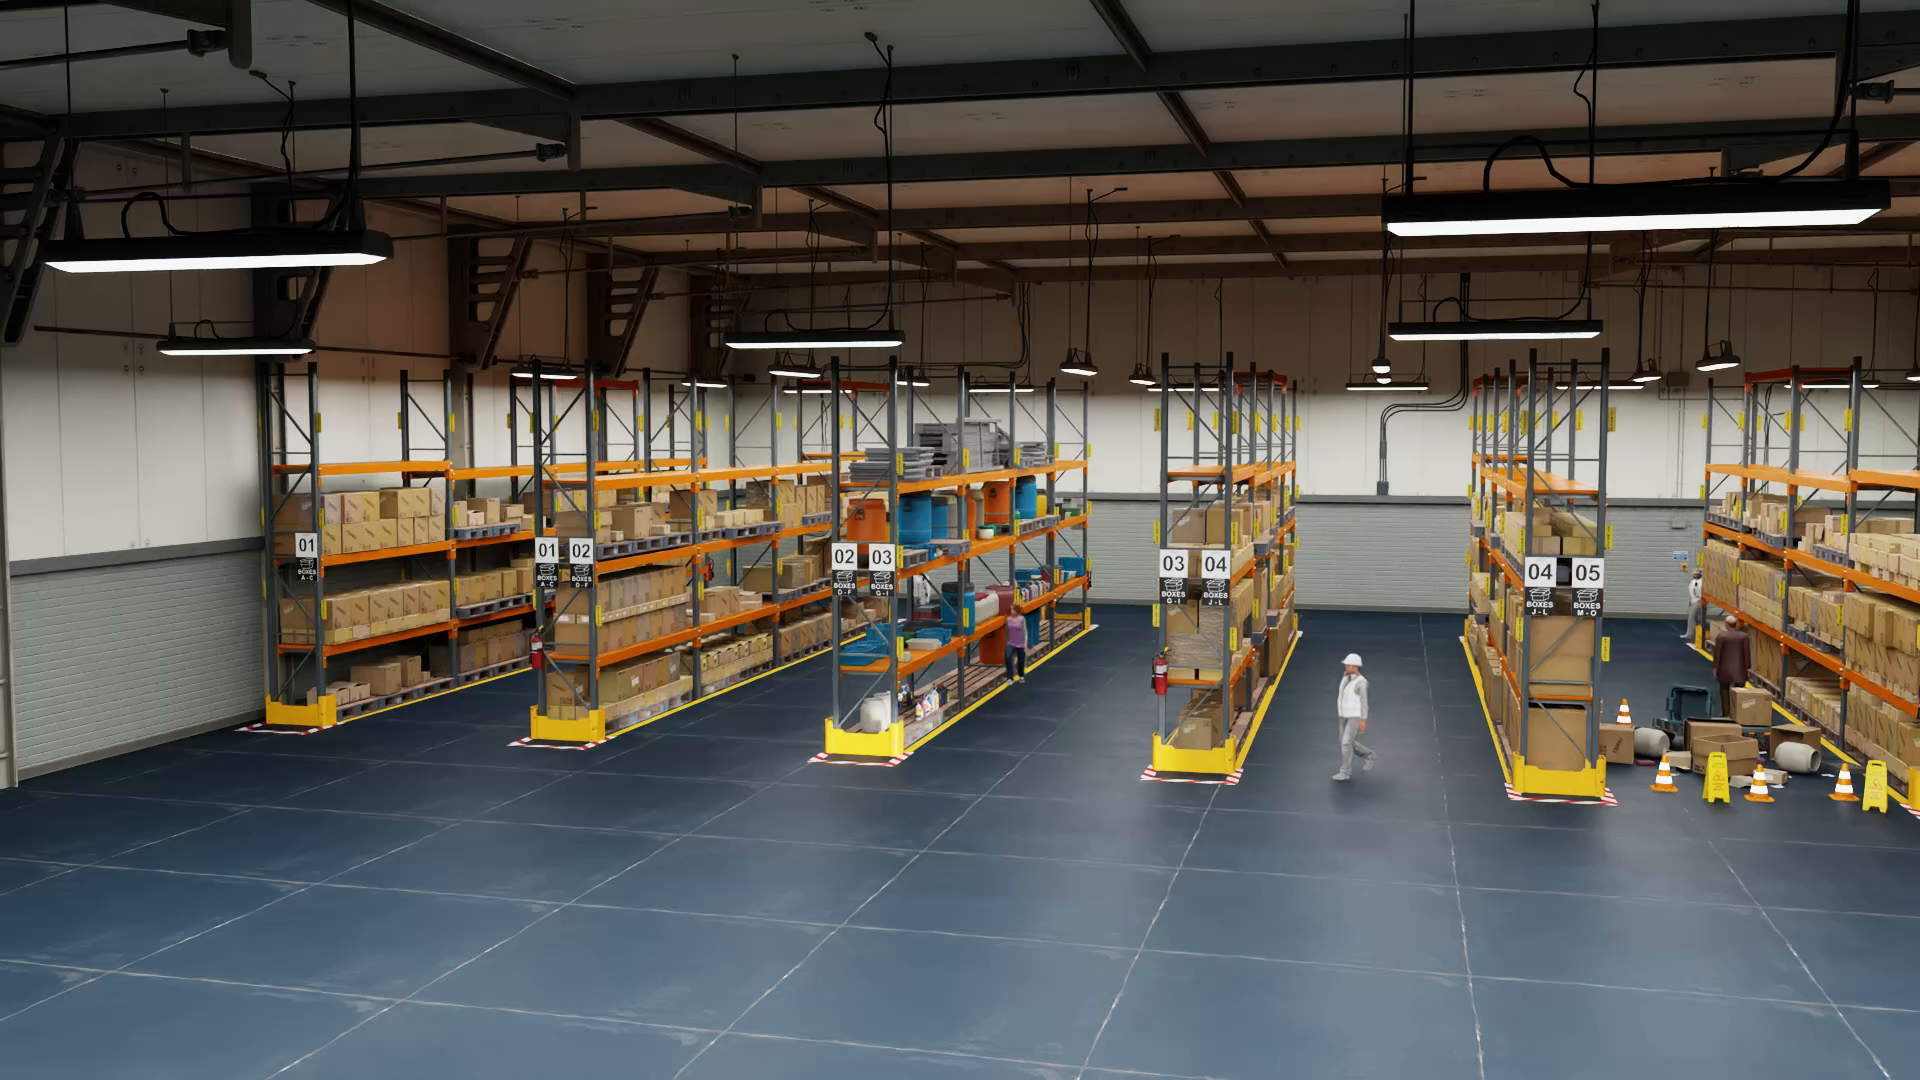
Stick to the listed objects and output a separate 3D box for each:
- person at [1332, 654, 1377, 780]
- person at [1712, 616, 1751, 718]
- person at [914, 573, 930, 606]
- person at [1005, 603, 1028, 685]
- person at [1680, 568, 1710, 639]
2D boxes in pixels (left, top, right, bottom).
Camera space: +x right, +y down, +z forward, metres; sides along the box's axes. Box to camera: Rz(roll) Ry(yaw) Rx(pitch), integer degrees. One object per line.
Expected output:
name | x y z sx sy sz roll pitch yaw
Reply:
person | 5.546 2.469 23.420 0.818 1.752 0.576 -1 4 -20
person | 12.943 2.158 27.896 0.614 1.776 0.612 1 4 13
person | -0.969 1.356 40.016 0.494 1.617 1.049 1 4 14
person | 1.015 1.886 30.065 0.448 1.487 0.898 1 4 10
person | 17.143 1.458 38.509 0.925 1.643 0.461 0 4 4
